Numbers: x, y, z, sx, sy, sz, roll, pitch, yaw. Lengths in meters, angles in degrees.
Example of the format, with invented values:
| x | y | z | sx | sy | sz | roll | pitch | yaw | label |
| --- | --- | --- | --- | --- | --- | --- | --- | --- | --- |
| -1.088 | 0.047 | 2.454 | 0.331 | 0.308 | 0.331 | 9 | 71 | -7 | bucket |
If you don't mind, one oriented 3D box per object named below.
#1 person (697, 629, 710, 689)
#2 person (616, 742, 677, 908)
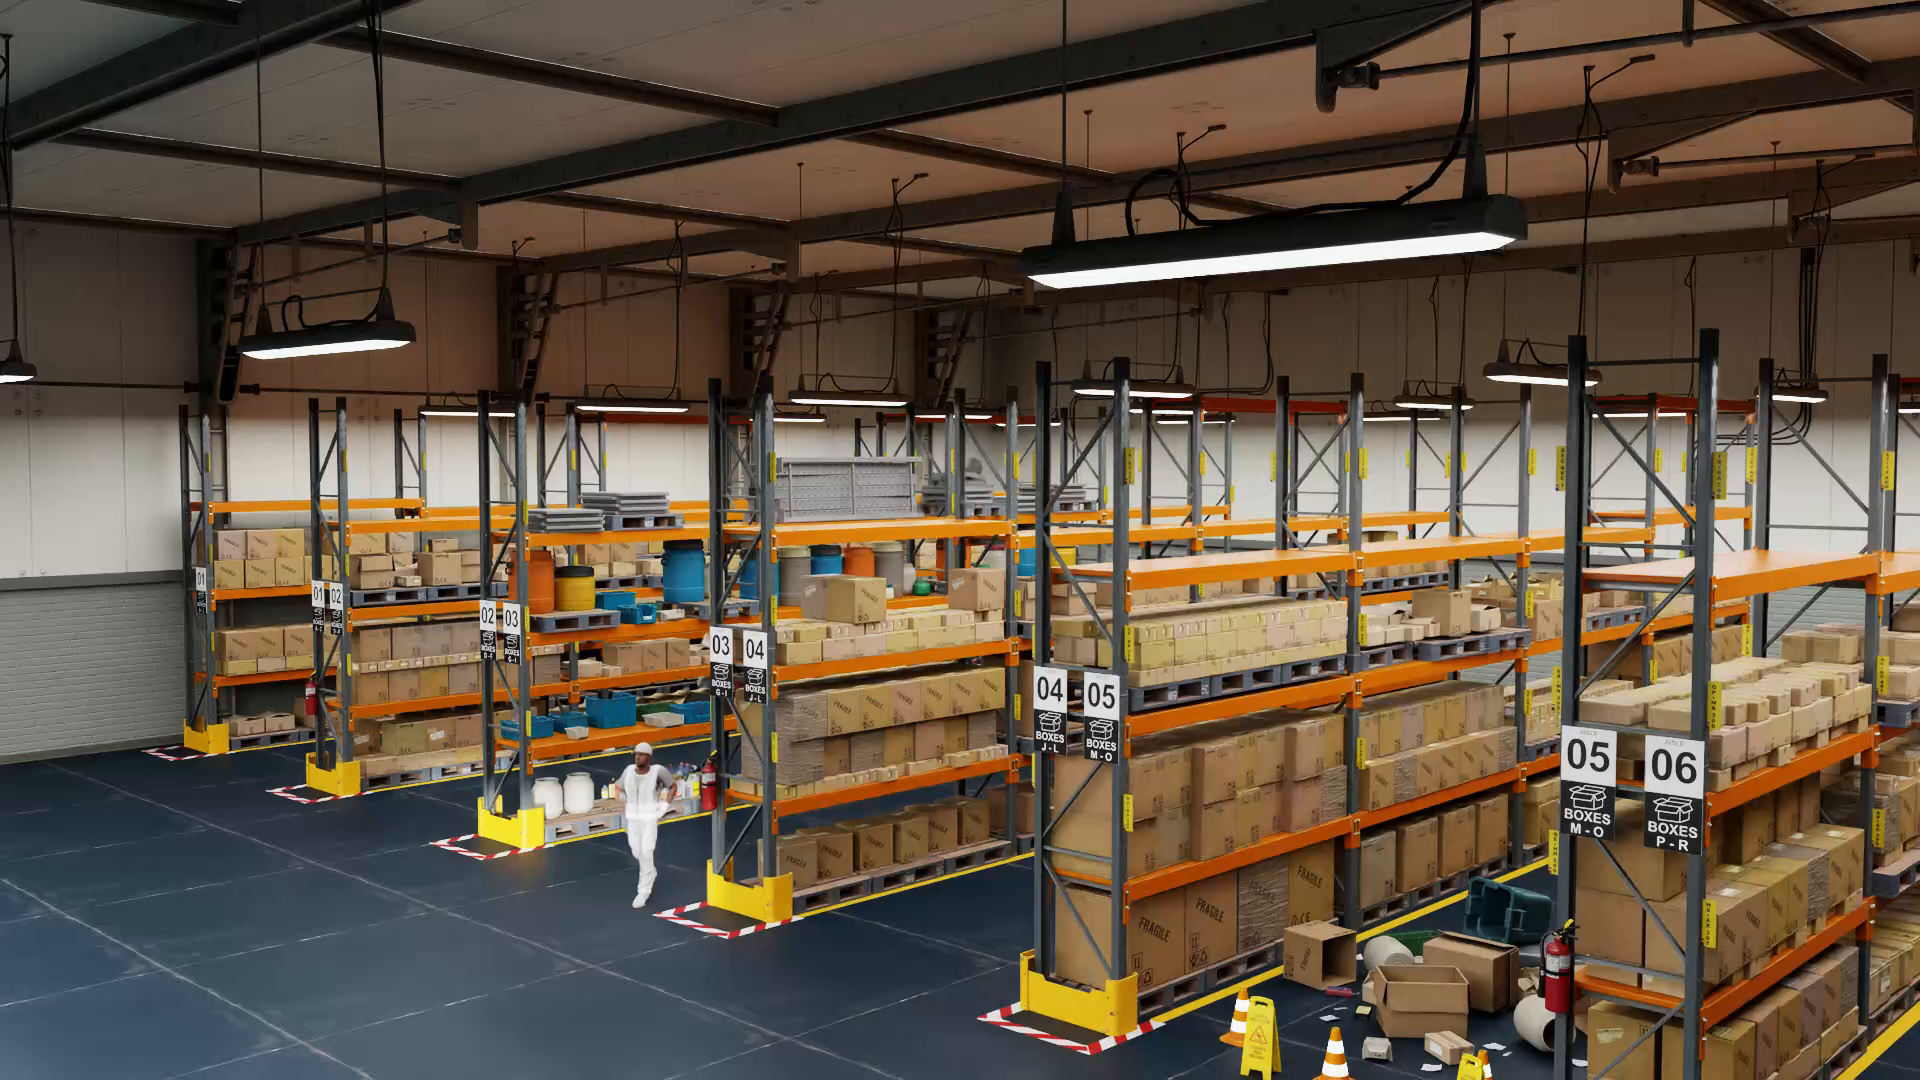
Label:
| x | y | z | sx | sy | sz | roll | pitch | yaw | label |
| --- | --- | --- | --- | --- | --- | --- | --- | --- | --- |
| -5.005 | 2.492 | 33.352 | 0.651 | 1.814 | 0.918 | 2 | 4 | 35 | person |
| -3.675 | 3.241 | 19.222 | 0.685 | 1.812 | 0.872 | 1 | 3 | 16 | person |
